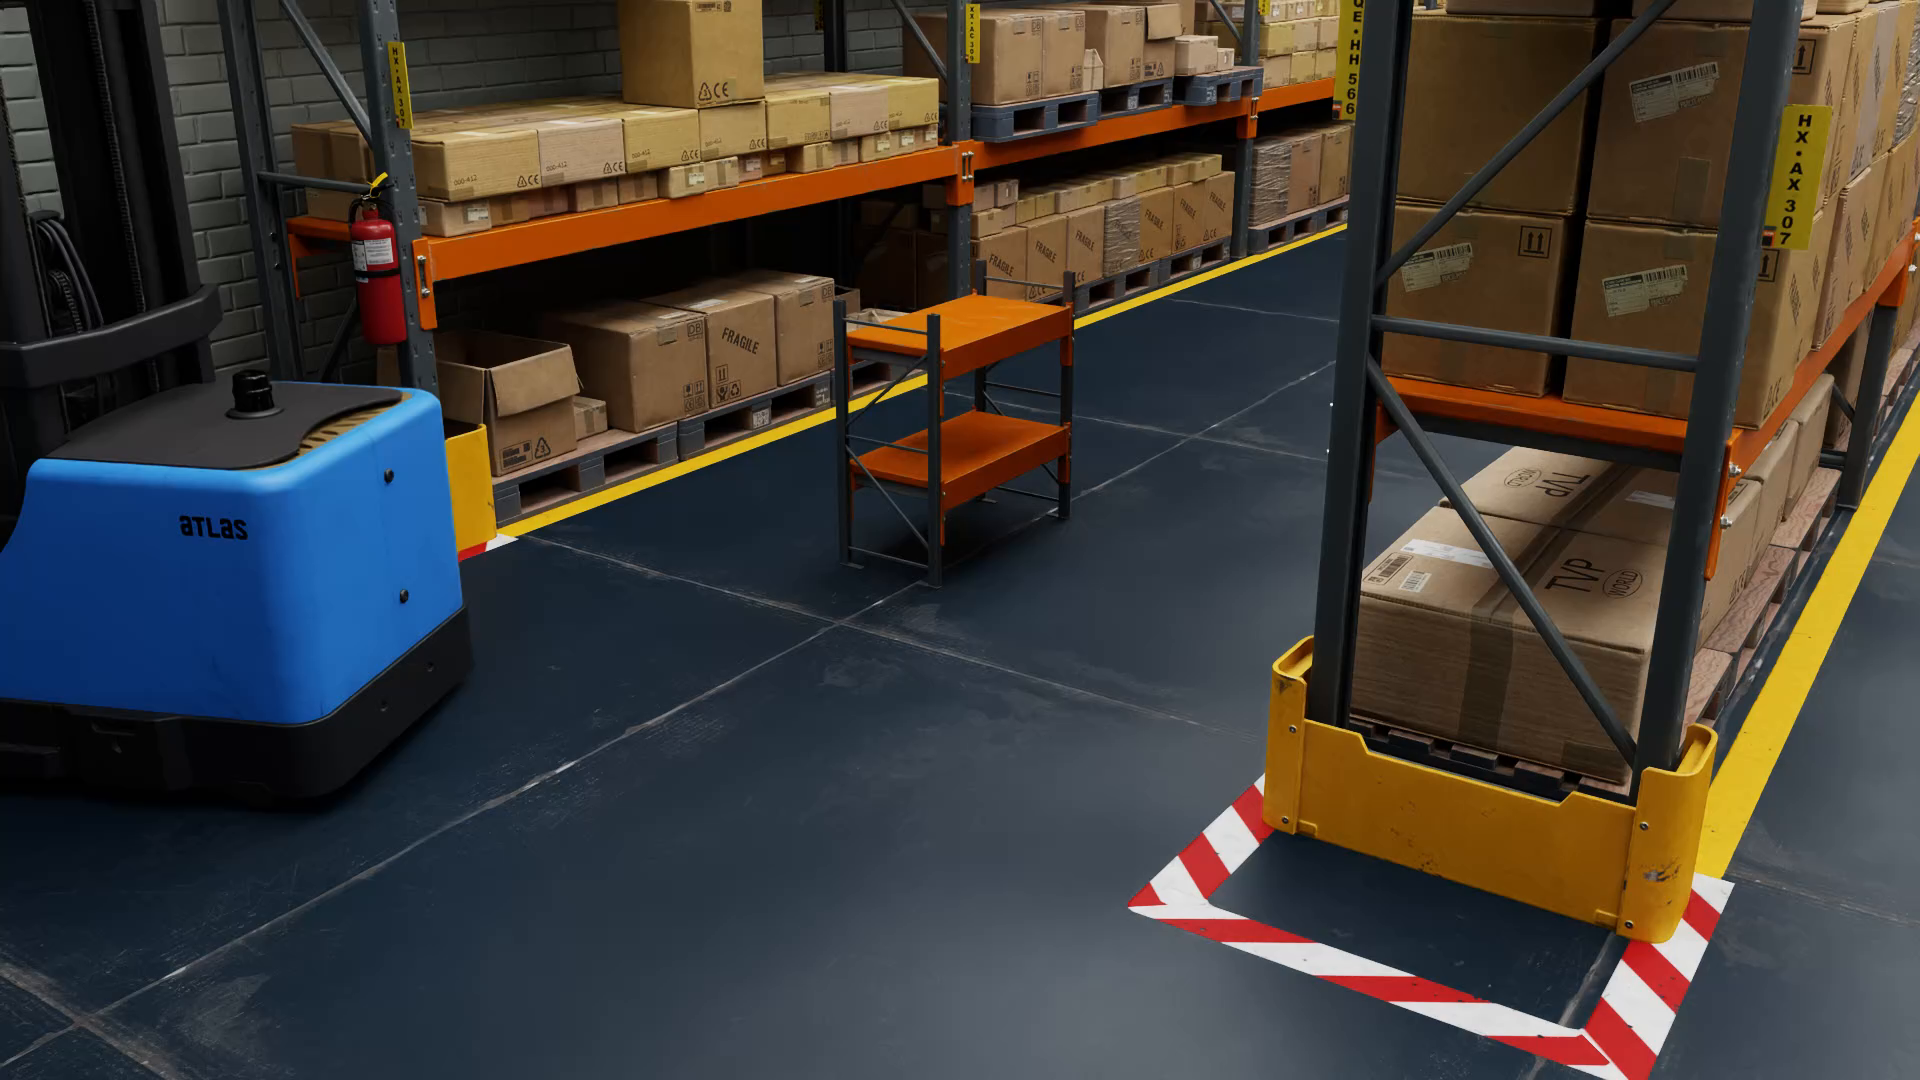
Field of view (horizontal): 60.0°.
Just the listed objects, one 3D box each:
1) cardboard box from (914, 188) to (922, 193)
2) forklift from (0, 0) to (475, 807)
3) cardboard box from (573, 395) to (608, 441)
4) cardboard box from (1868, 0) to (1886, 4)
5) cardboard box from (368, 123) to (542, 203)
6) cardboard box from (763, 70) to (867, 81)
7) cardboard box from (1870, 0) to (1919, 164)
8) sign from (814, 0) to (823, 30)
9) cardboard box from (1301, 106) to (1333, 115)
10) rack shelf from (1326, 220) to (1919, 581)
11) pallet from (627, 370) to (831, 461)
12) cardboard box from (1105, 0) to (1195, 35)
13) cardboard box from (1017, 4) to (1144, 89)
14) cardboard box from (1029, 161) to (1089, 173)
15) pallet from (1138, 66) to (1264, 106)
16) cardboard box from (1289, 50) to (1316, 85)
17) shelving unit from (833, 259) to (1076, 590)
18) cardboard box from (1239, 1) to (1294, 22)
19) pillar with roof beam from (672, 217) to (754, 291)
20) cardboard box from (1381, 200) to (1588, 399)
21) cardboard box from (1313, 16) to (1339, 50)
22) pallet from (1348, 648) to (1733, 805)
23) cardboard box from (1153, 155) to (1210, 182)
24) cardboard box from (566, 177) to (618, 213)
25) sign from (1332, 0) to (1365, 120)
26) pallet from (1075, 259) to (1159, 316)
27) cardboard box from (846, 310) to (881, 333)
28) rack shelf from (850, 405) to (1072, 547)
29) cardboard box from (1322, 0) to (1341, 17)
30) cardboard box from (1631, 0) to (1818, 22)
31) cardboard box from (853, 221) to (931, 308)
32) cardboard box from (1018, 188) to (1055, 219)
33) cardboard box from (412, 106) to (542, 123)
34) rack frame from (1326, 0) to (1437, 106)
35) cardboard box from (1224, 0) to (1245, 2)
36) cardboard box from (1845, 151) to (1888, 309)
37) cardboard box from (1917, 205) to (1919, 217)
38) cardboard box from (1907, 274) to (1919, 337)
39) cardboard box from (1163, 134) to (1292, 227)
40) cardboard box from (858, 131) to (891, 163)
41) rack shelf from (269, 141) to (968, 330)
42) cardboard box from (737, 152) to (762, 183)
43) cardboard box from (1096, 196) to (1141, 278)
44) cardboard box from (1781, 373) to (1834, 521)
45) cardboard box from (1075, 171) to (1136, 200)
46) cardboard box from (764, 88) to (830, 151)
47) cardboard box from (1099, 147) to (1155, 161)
[{"bbox_3d":[-0.142,-2.256,11.103,0.380,0.149,0.250,14,24,32],"label":"cardboard box"},{"bbox_3d":[-3.276,-0.807,5.221,3.031,2.935,1.130,4,21,10],"label":"forklift"},{"bbox_3d":[-1.938,-0.601,8.070,0.380,0.149,0.250,12,24,30],"label":"cardboard box"},{"bbox_3d":[2.646,-1.740,5.125,0.380,0.149,0.250,14,24,32],"label":"cardboard box"},{"bbox_3d":[-2.154,-1.617,7.099,0.500,0.250,0.500,13,24,32],"label":"cardboard box"},{"bbox_3d":[-0.885,-2.597,9.750,0.500,0.250,0.500,13,24,31],"label":"cardboard box"},{"bbox_3d":[2.828,-1.543,5.527,0.500,0.500,0.500,13,24,32],"label":"cardboard box"},{"bbox_3d":[-0.844,-3.268,10.107,0.100,0.325,0.005,13,24,32],"label":"sign"},{"bbox_3d":[3.830,-3.844,16.152,0.875,0.625,0.625,15,25,34],"label":"cardboard box"},{"bbox_3d":[2.600,-0.739,5.977,1.077,0.370,4.000,13,24,32],"label":"rack shelf"},{"bbox_3d":[-1.455,-0.761,9.019,1.003,0.211,1.213,13,24,32],"label":"pallet"},{"bbox_3d":[1.447,-3.892,12.713,0.500,0.500,0.500,15,25,34],"label":"cardboard box"},{"bbox_3d":[0.806,-3.330,11.195,0.700,0.500,0.500,13,24,32],"label":"cardboard box"},{"bbox_3d":[0.733,-2.703,12.311,0.380,0.149,0.250,13,24,31],"label":"cardboard box"},{"bbox_3d":[1.542,-3.467,12.591,1.213,0.211,1.003,13,24,32],"label":"pallet"},{"bbox_3d":[2.604,-3.918,13.749,0.500,0.250,0.500,13,24,31],"label":"cardboard box"},{"bbox_3d":[-0.004,-0.526,7.065,0.538,1.125,1.048,13,24,32],"label":"shelving unit"},{"bbox_3d":[2.437,-4.227,13.290,0.380,0.149,0.250,14,24,33],"label":"cardboard box"},{"bbox_3d":[2.040,-4.568,6.642,9.100,9.000,0.400,13,24,32],"label":"pillar with roof beam"},{"bbox_3d":[1.528,-0.740,4.797,0.500,0.500,0.500,13,24,32],"label":"cardboard box"},{"bbox_3d":[2.909,-4.299,14.059,0.500,0.250,0.500,13,24,30],"label":"cardboard box"},{"bbox_3d":[1.860,0.560,5.446,1.003,0.211,1.213,13,24,32],"label":"pallet"},{"bbox_3d":[1.669,-2.819,12.624,0.380,0.149,0.250,12,23,29],"label":"cardboard box"},{"bbox_3d":[-1.804,-1.618,7.676,0.380,0.149,0.250,14,25,33],"label":"cardboard box"},{"bbox_3d":[1.035,-1.267,4.356,0.100,0.325,0.005,13,24,32],"label":"sign"},{"bbox_3d":[0.728,-1.902,12.102,1.003,0.211,1.213,13,24,32],"label":"pallet"},{"bbox_3d":[-0.654,-1.213,9.555,0.396,0.266,0.258,14,25,34],"label":"cardboard box"},{"bbox_3d":[-0.004,-0.296,7.149,0.538,0.278,1.000,13,24,32],"label":"rack shelf"},{"bbox_3d":[3.005,-4.523,14.089,0.380,0.149,0.250,14,24,33],"label":"cardboard box"},{"bbox_3d":[1.904,-1.371,4.127,0.380,0.149,0.250,14,24,33],"label":"cardboard box"},{"bbox_3d":[-0.352,-1.841,10.915,0.500,0.500,0.500,13,24,32],"label":"cardboard box"},{"bbox_3d":[0.408,-2.249,11.084,0.380,0.149,0.250,13,24,31],"label":"cardboard box"},{"bbox_3d":[-2.302,-1.870,7.785,0.500,0.250,0.500,13,24,32],"label":"cardboard box"},{"bbox_3d":[4.114,-4.913,16.223,1.000,3.000,0.127,13,24,32],"label":"rack frame"},{"bbox_3d":[2.132,-4.408,13.780,0.380,0.149,0.250,13,24,32],"label":"cardboard box"},{"bbox_3d":[2.813,-1.071,5.694,0.500,0.500,0.500,14,25,34],"label":"cardboard box"},{"bbox_3d":[4.190,-1.655,7.632,0.500,0.250,0.500,13,24,31],"label":"cardboard box"},{"bbox_3d":[5.516,-1.817,10.310,0.875,0.875,0.875,13,24,31],"label":"cardboard box"},{"bbox_3d":[2.227,-3.025,13.936,0.875,0.625,0.625,14,25,34],"label":"cardboard box"},{"bbox_3d":[-0.608,-2.201,9.253,0.380,0.149,0.250,14,24,33],"label":"cardboard box"},{"bbox_3d":[-1.507,-1.706,8.591,1.077,0.370,4.000,13,24,32],"label":"rack shelf"},{"bbox_3d":[-1.236,-1.920,8.493,0.380,0.149,0.250,13,24,32],"label":"cardboard box"},{"bbox_3d":[0.947,-2.182,11.837,0.500,0.500,0.500,12,24,30],"label":"cardboard box"},{"bbox_3d":[3.282,-0.487,7.345,0.875,0.438,0.875,13,24,31],"label":"cardboard box"},{"bbox_3d":[1.029,-2.528,11.838,0.380,0.149,0.250,12,23,29],"label":"cardboard box"},{"bbox_3d":[-1.028,-2.206,8.692,0.500,0.250,0.500,13,24,31],"label":"cardboard box"},{"bbox_3d":[1.314,-3.005,13.128,0.380,0.149,0.250,15,25,35],"label":"cardboard box"}]
